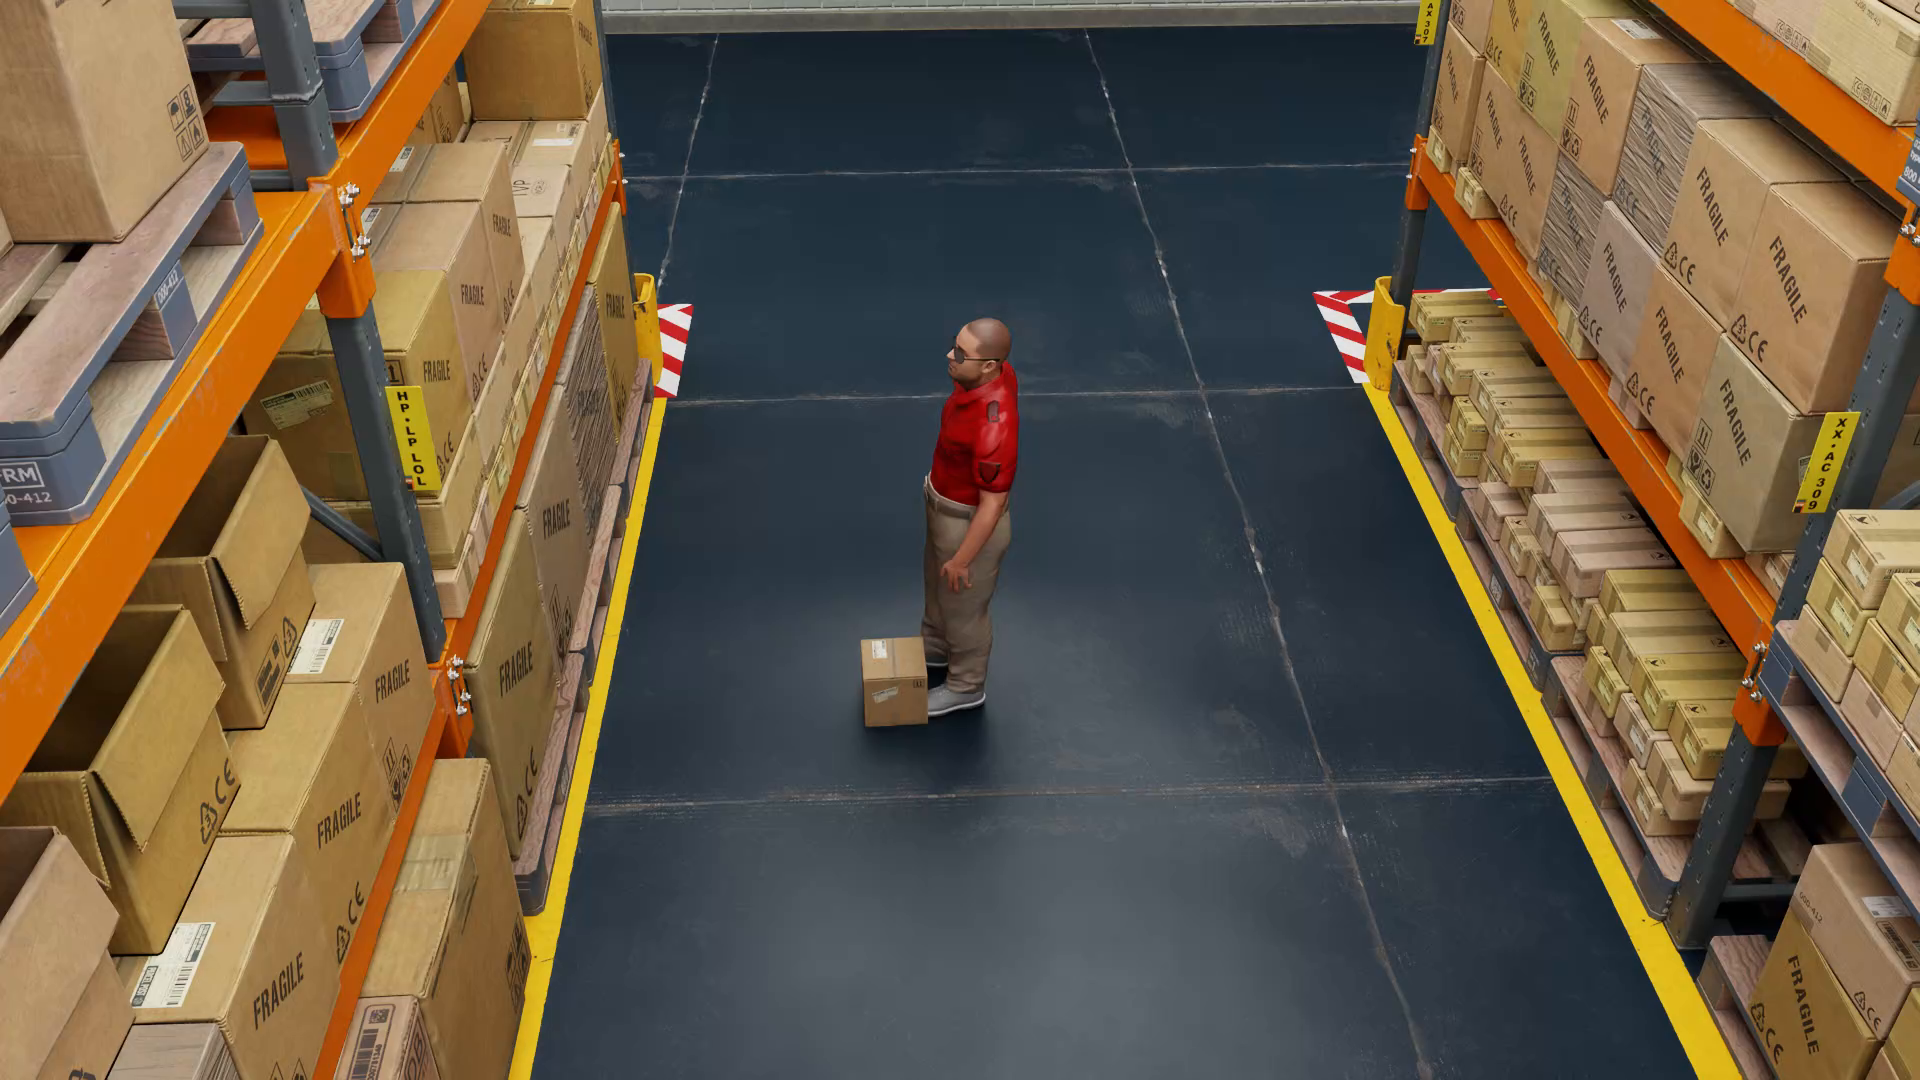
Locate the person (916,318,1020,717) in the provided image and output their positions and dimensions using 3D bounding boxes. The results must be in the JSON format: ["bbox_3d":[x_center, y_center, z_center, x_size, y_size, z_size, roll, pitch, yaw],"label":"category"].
[{"bbox_3d":[-0.061,-0.072,6.247,0.551,1.727,0.640,-1,35,-2],"label":"person"}]
